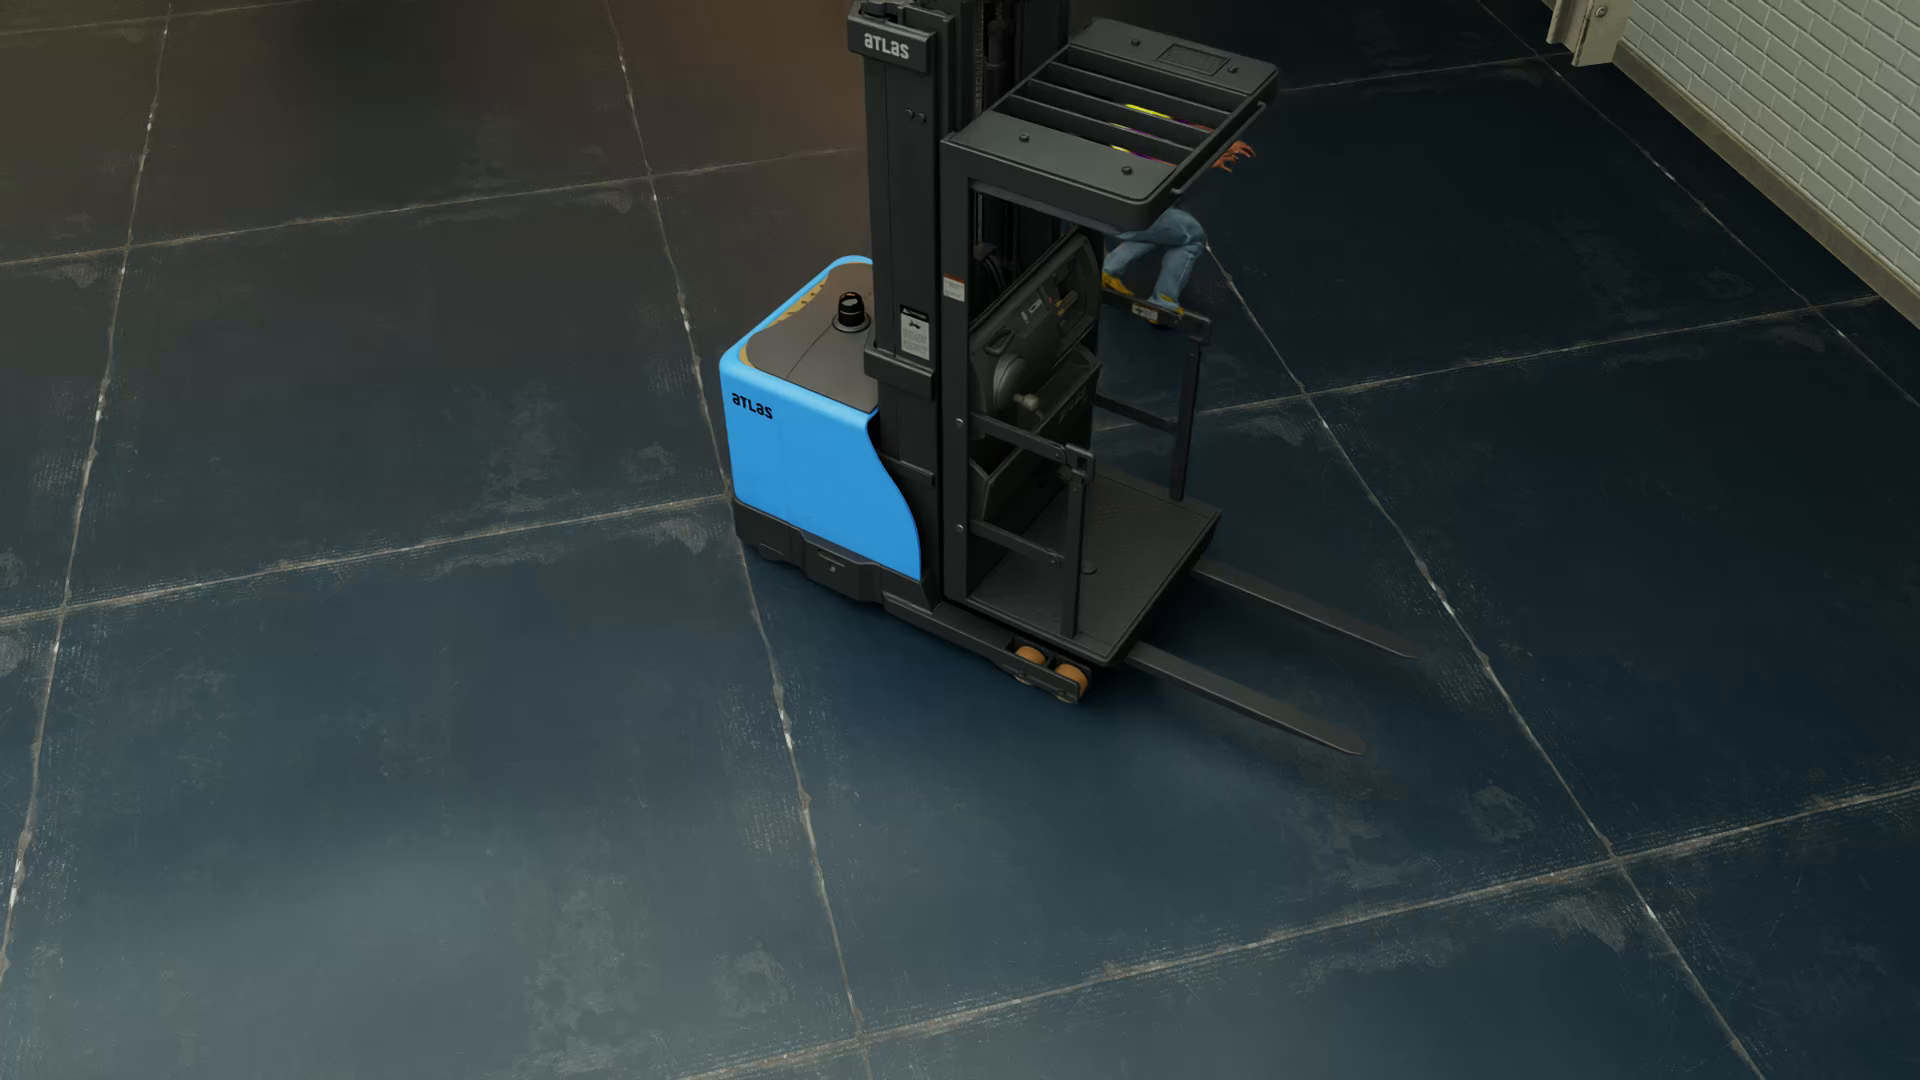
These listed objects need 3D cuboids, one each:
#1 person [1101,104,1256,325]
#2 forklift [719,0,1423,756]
[{"bbox_3d":[1.166,-1.803,8.619,0.992,1.478,0.837,-9,44,-9],"label":"person"},{"bbox_3d":[0.482,-0.797,6.488,3.031,2.935,1.130,23,48,23],"label":"forklift"}]
